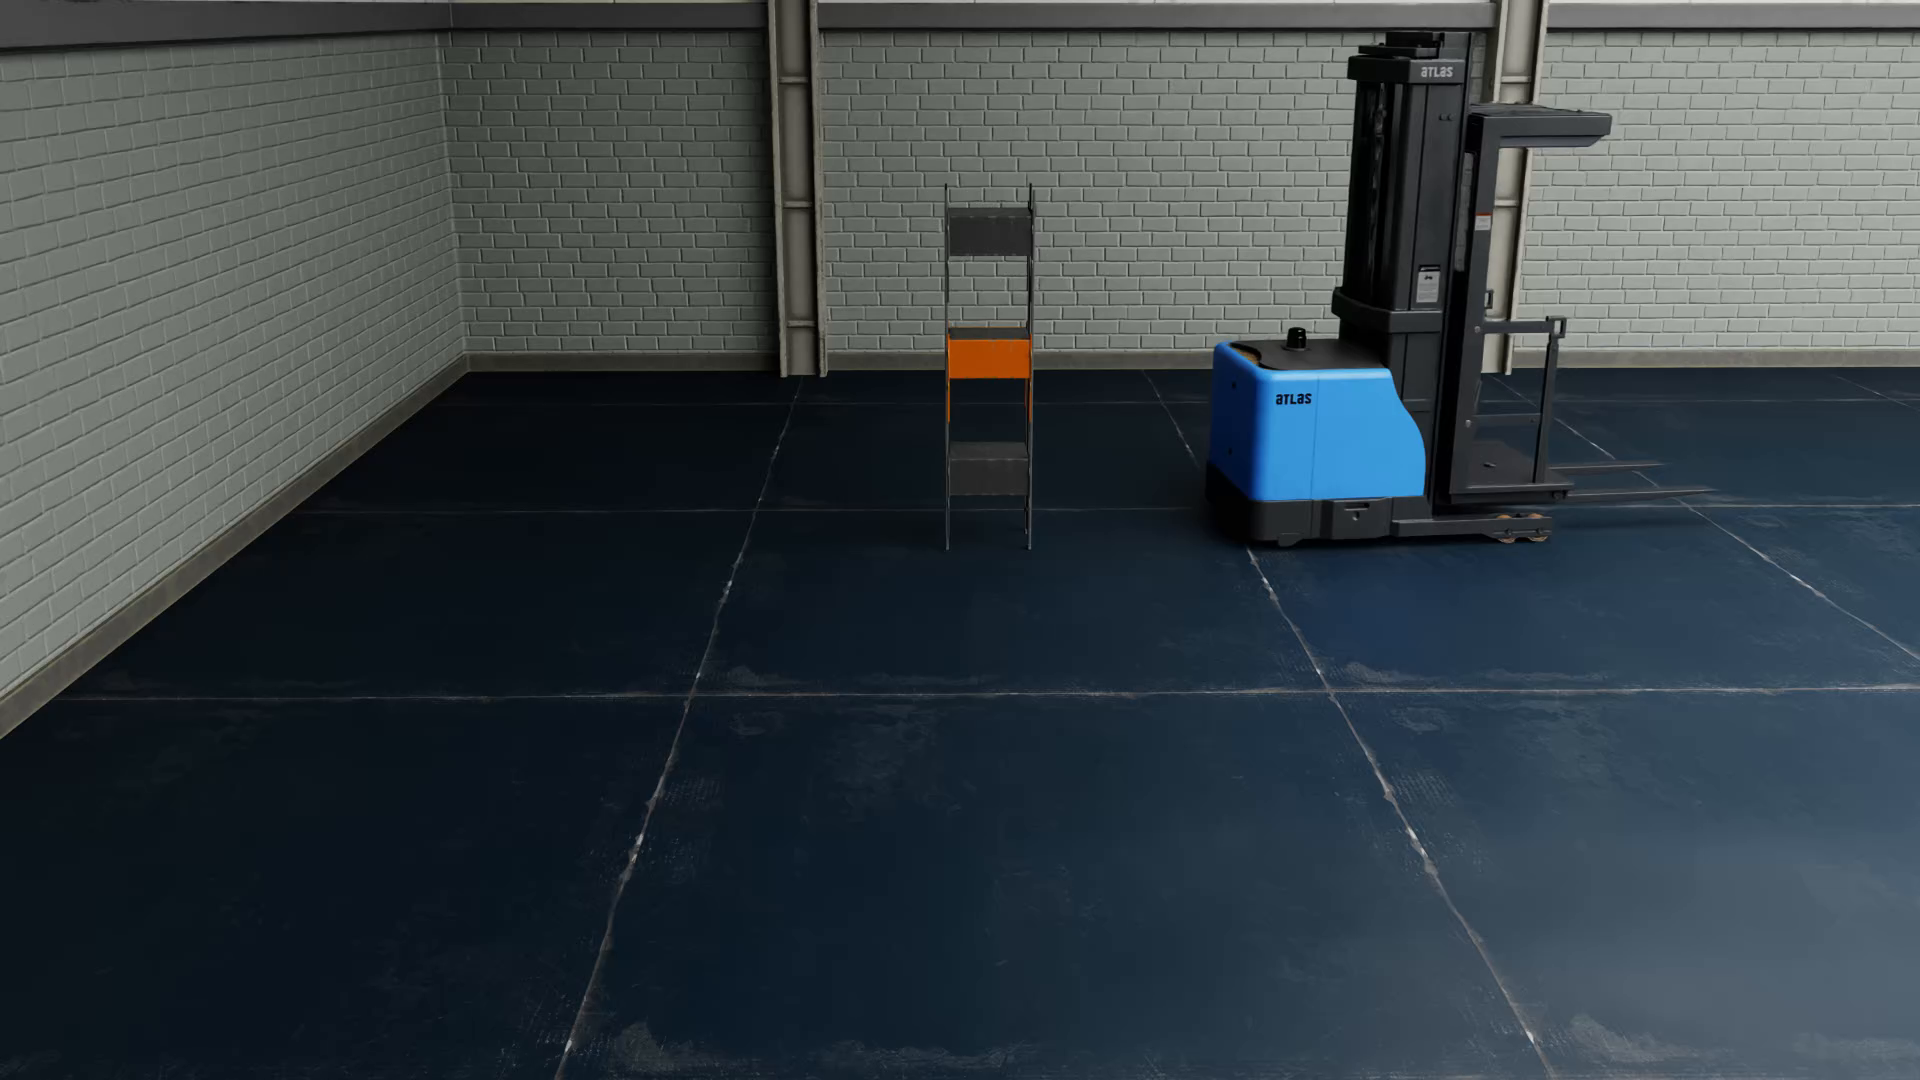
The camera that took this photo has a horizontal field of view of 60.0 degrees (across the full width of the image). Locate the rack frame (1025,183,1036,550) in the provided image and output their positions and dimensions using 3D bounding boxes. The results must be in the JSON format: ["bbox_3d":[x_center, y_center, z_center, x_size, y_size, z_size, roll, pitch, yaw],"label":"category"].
[{"bbox_3d":[0.409,-1.002,9.733,0.015,2.100,0.400,0,18,-1],"label":"rack frame"}]

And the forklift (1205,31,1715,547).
[{"bbox_3d":[3.131,-1.535,10.035,3.031,2.935,1.130,-2,18,-7],"label":"forklift"}]

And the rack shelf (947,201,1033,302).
[{"bbox_3d":[0.166,-1.654,9.520,0.480,0.518,0.431,0,18,-1],"label":"rack shelf"}]

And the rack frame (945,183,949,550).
[{"bbox_3d":[-0.078,-0.999,9.726,0.015,2.100,0.400,0,18,-1],"label":"rack frame"}]

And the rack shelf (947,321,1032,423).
[{"bbox_3d":[0.166,-0.988,9.733,0.480,0.518,0.431,0,18,-1],"label":"rack shelf"}]

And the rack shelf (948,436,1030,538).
[{"bbox_3d":[0.166,-0.321,9.947,0.480,0.518,0.431,0,18,-1],"label":"rack shelf"}]

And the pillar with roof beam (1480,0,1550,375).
[{"bbox_3d":[4.697,-4.465,9.234,0.400,9.000,9.100,0,18,-1],"label":"pillar with roof beam"}]

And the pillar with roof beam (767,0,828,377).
[{"bbox_3d":[-1.302,-4.436,9.144,0.400,9.000,9.100,0,18,-1],"label":"pillar with roof beam"}]

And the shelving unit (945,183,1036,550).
[{"bbox_3d":[0.166,-1.001,9.729,0.503,2.100,0.431,0,18,-1],"label":"shelving unit"}]
